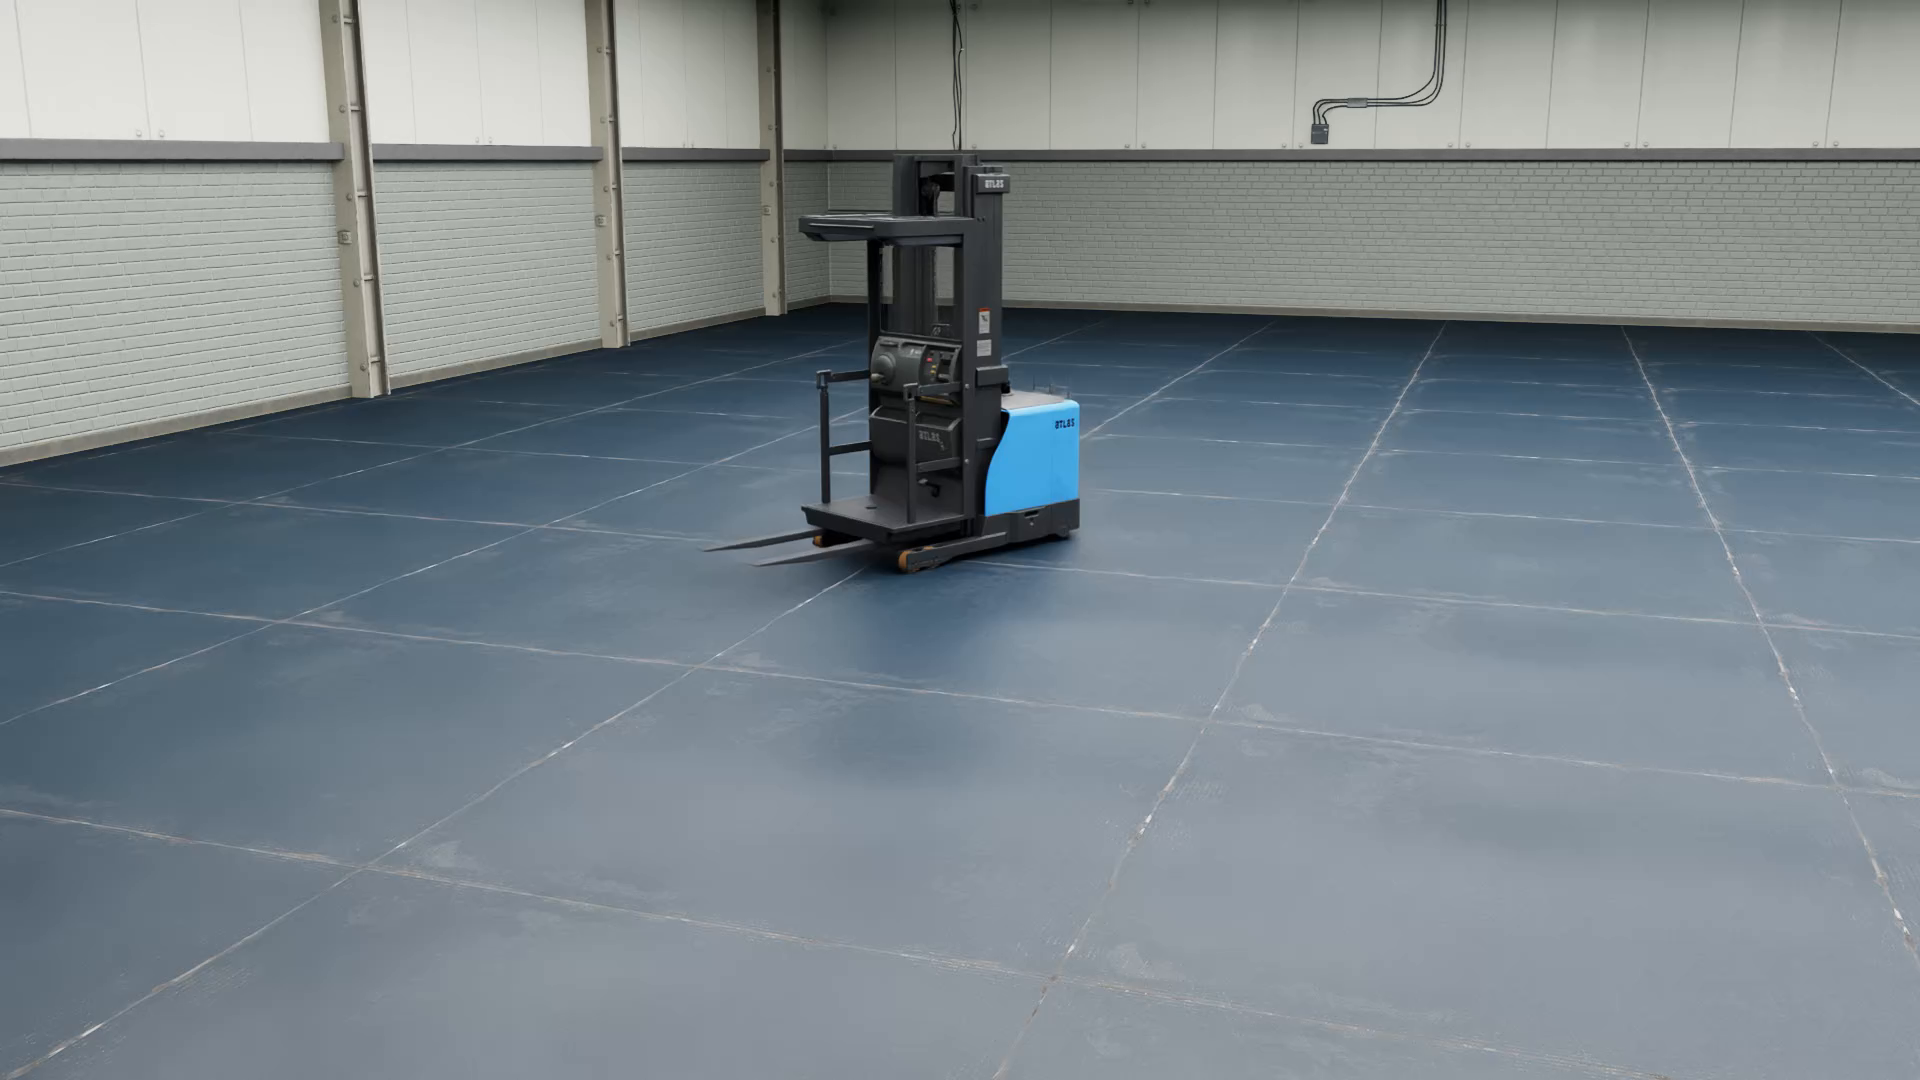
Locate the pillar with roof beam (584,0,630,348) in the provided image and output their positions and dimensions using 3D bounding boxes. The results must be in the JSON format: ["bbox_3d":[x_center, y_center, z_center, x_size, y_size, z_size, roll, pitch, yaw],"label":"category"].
[{"bbox_3d":[-1.418,-7.164,24.151,9.100,9.000,0.400,4,14,18],"label":"pillar with roof beam"}]

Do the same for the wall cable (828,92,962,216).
[{"bbox_3d":[-1.345,-7.748,33.690,3.097,2.526,0.112,4,14,18],"label":"wall cable"}]

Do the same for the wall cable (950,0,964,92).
[{"bbox_3d":[1.215,-10.016,32.275,3.097,2.526,0.112,4,14,18],"label":"wall cable"}]

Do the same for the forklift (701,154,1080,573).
[{"bbox_3d":[-0.487,-1.320,12.183,3.031,2.935,1.130,-12,17,-41],"label":"forklift"}]

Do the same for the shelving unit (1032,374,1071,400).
[{"bbox_3d":[0.719,-0.726,13.456,0.189,1.200,0.258,-9,15,-41],"label":"shelving unit"}]

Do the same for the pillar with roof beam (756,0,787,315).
[{"bbox_3d":[0.524,-8.427,29.686,9.100,9.000,0.400,4,14,18],"label":"pillar with roof beam"}]

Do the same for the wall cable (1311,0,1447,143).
[{"bbox_3d":[7.632,-10.233,29.957,2.305,6.003,0.169,4,14,18],"label":"wall cable"}]

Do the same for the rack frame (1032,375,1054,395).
[{"bbox_3d":[0.651,-0.715,13.396,0.006,1.200,0.240,-9,15,-41],"label":"rack frame"}]

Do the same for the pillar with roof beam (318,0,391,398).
[{"bbox_3d":[-3.359,-5.900,18.616,9.100,9.000,0.400,4,14,18],"label":"pillar with roof beam"}]

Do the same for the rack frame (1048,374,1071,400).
[{"bbox_3d":[0.787,-0.736,13.517,0.006,1.200,0.240,-9,15,-41],"label":"rack frame"}]
